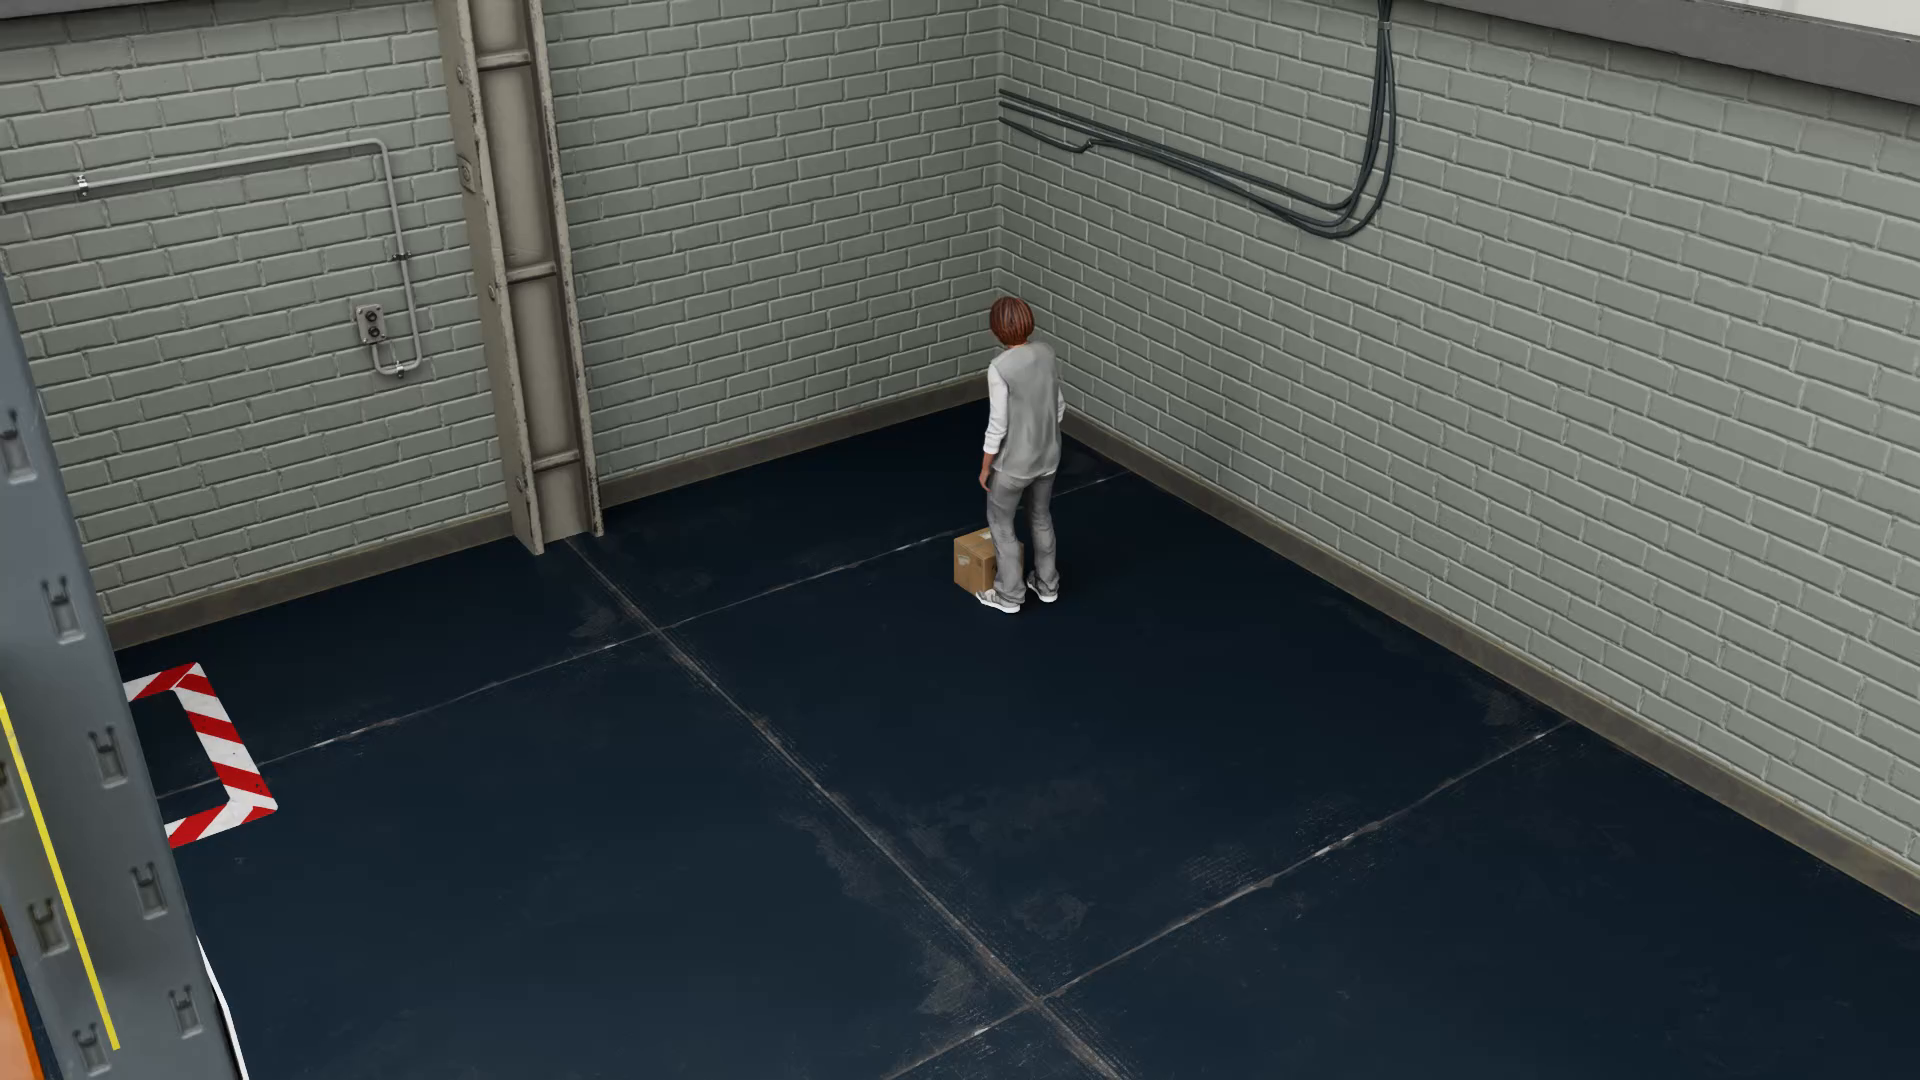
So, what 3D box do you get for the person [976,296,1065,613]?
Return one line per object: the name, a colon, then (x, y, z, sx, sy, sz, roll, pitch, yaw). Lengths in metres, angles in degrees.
person: (0.282, -0.382, 7.826, 0.481, 1.592, 0.378, -21, 35, -33)
